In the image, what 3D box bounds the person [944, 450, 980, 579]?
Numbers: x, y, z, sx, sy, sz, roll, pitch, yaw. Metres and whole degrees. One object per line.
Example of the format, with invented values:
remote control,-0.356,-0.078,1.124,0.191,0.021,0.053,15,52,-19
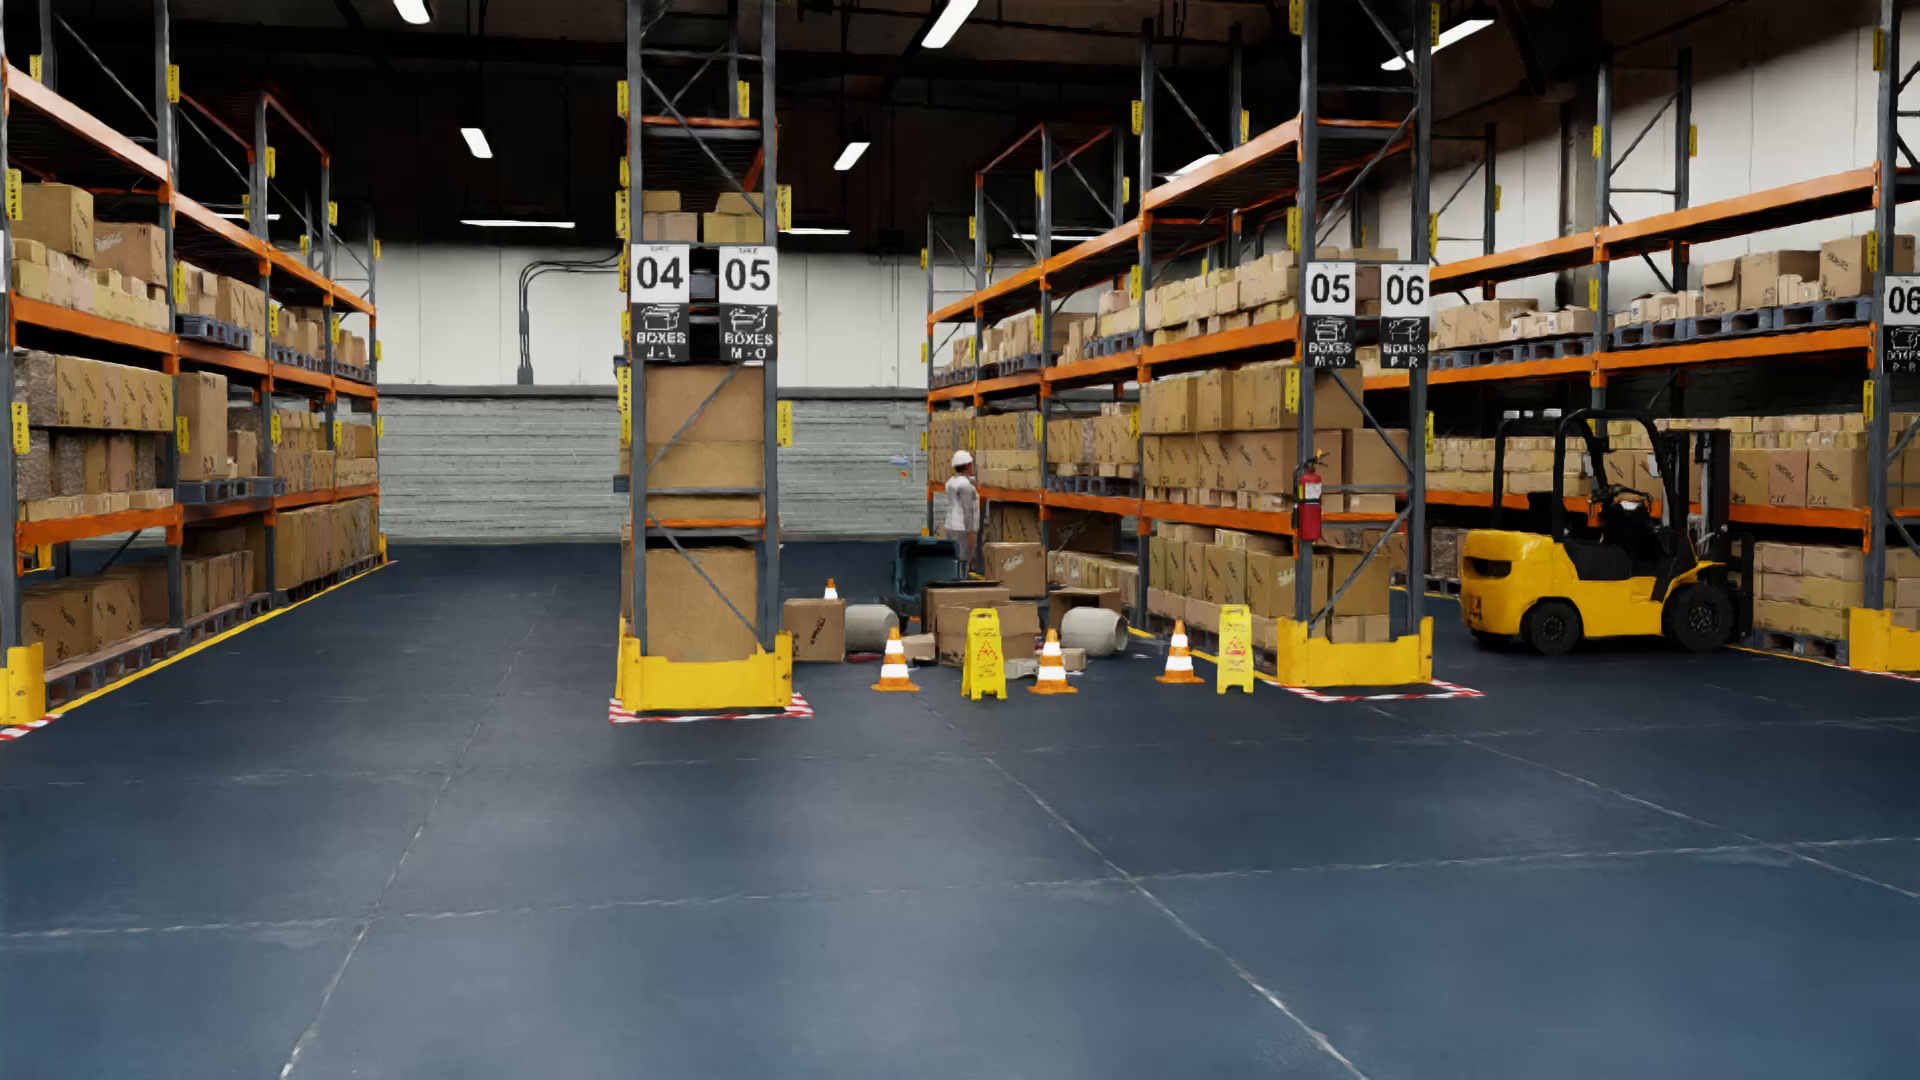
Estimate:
person,0.046,-0.093,18.334,0.441,1.772,0.648,-1,3,-18
